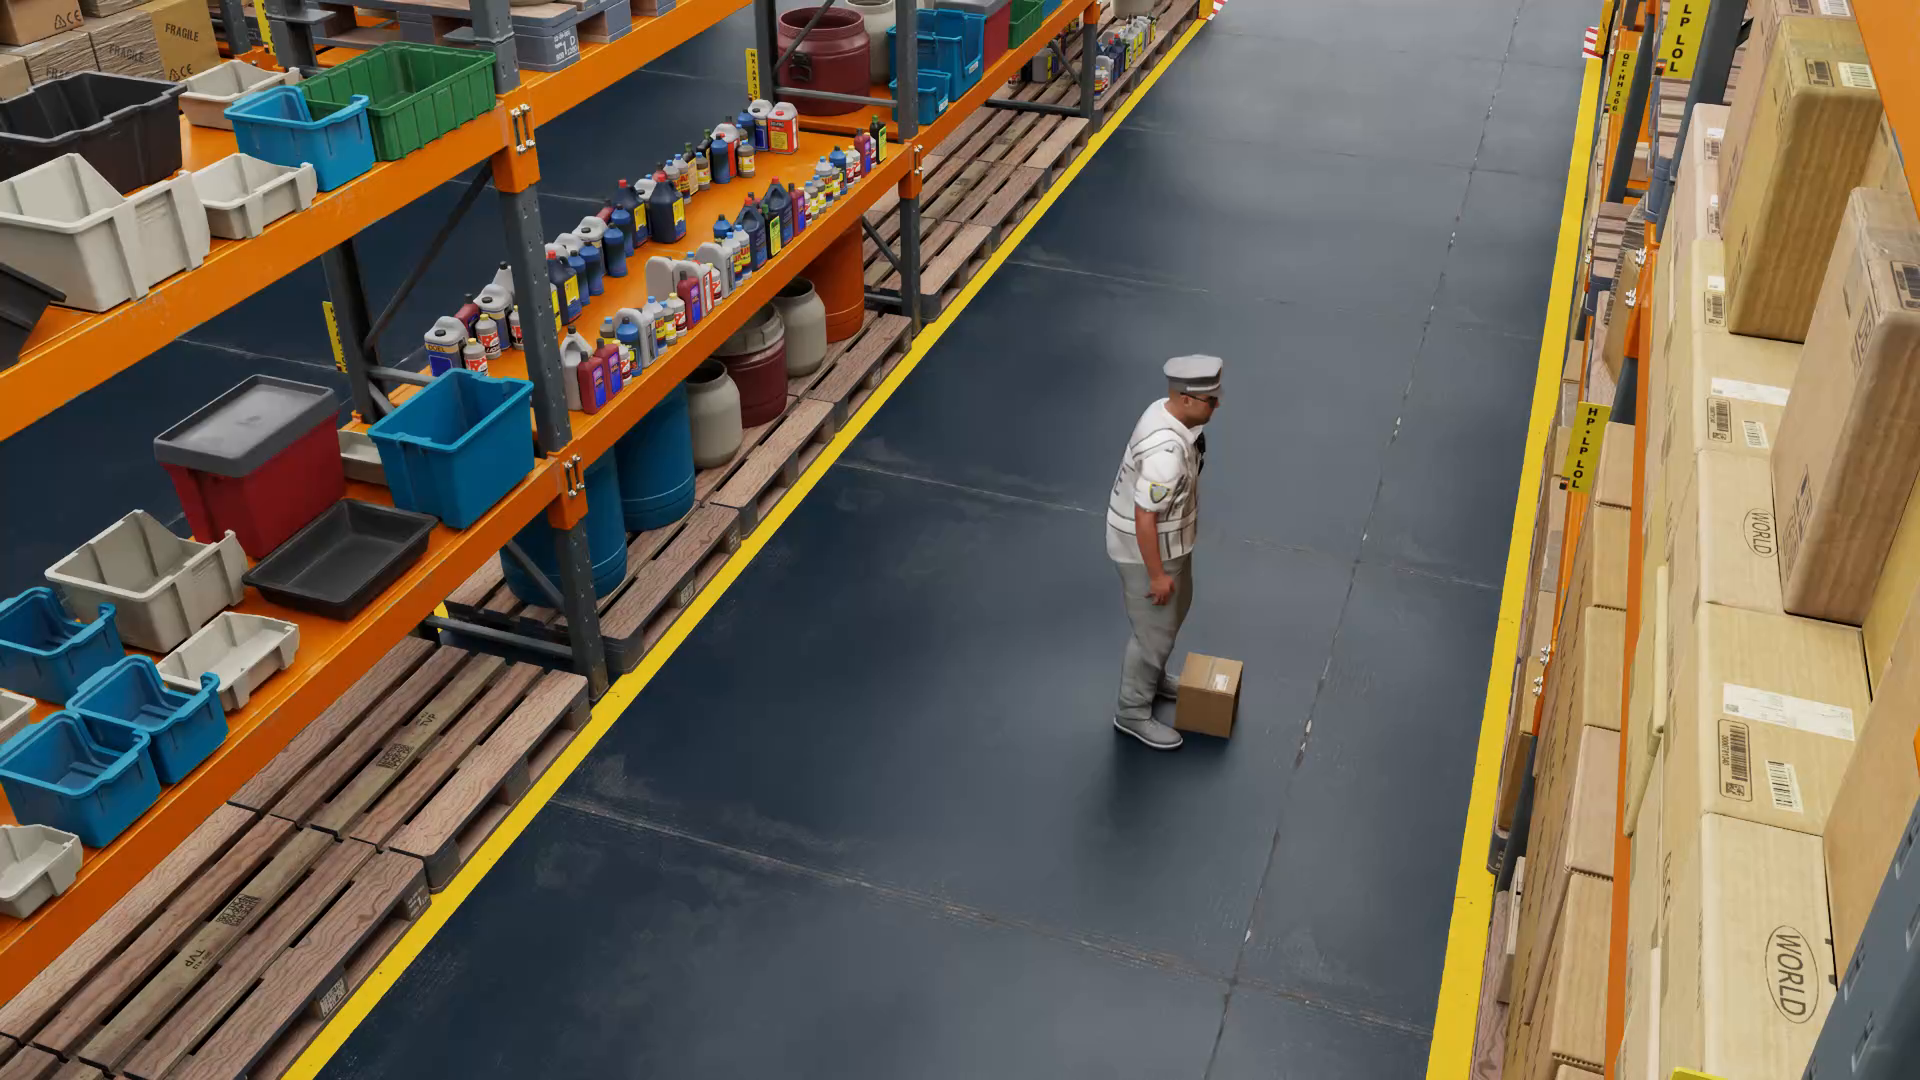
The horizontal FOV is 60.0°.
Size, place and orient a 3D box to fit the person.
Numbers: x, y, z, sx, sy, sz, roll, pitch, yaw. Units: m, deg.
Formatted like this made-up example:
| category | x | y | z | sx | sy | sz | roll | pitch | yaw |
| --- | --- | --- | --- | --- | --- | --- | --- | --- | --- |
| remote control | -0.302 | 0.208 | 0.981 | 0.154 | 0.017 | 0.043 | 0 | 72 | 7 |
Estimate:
| category | x | y | z | sx | sy | sz | roll | pitch | yaw |
| --- | --- | --- | --- | --- | --- | --- | --- | --- | --- |
| person | 0.848 | 0.019 | 7.104 | 0.437 | 1.747 | 0.603 | 9 | 34 | 14 |
